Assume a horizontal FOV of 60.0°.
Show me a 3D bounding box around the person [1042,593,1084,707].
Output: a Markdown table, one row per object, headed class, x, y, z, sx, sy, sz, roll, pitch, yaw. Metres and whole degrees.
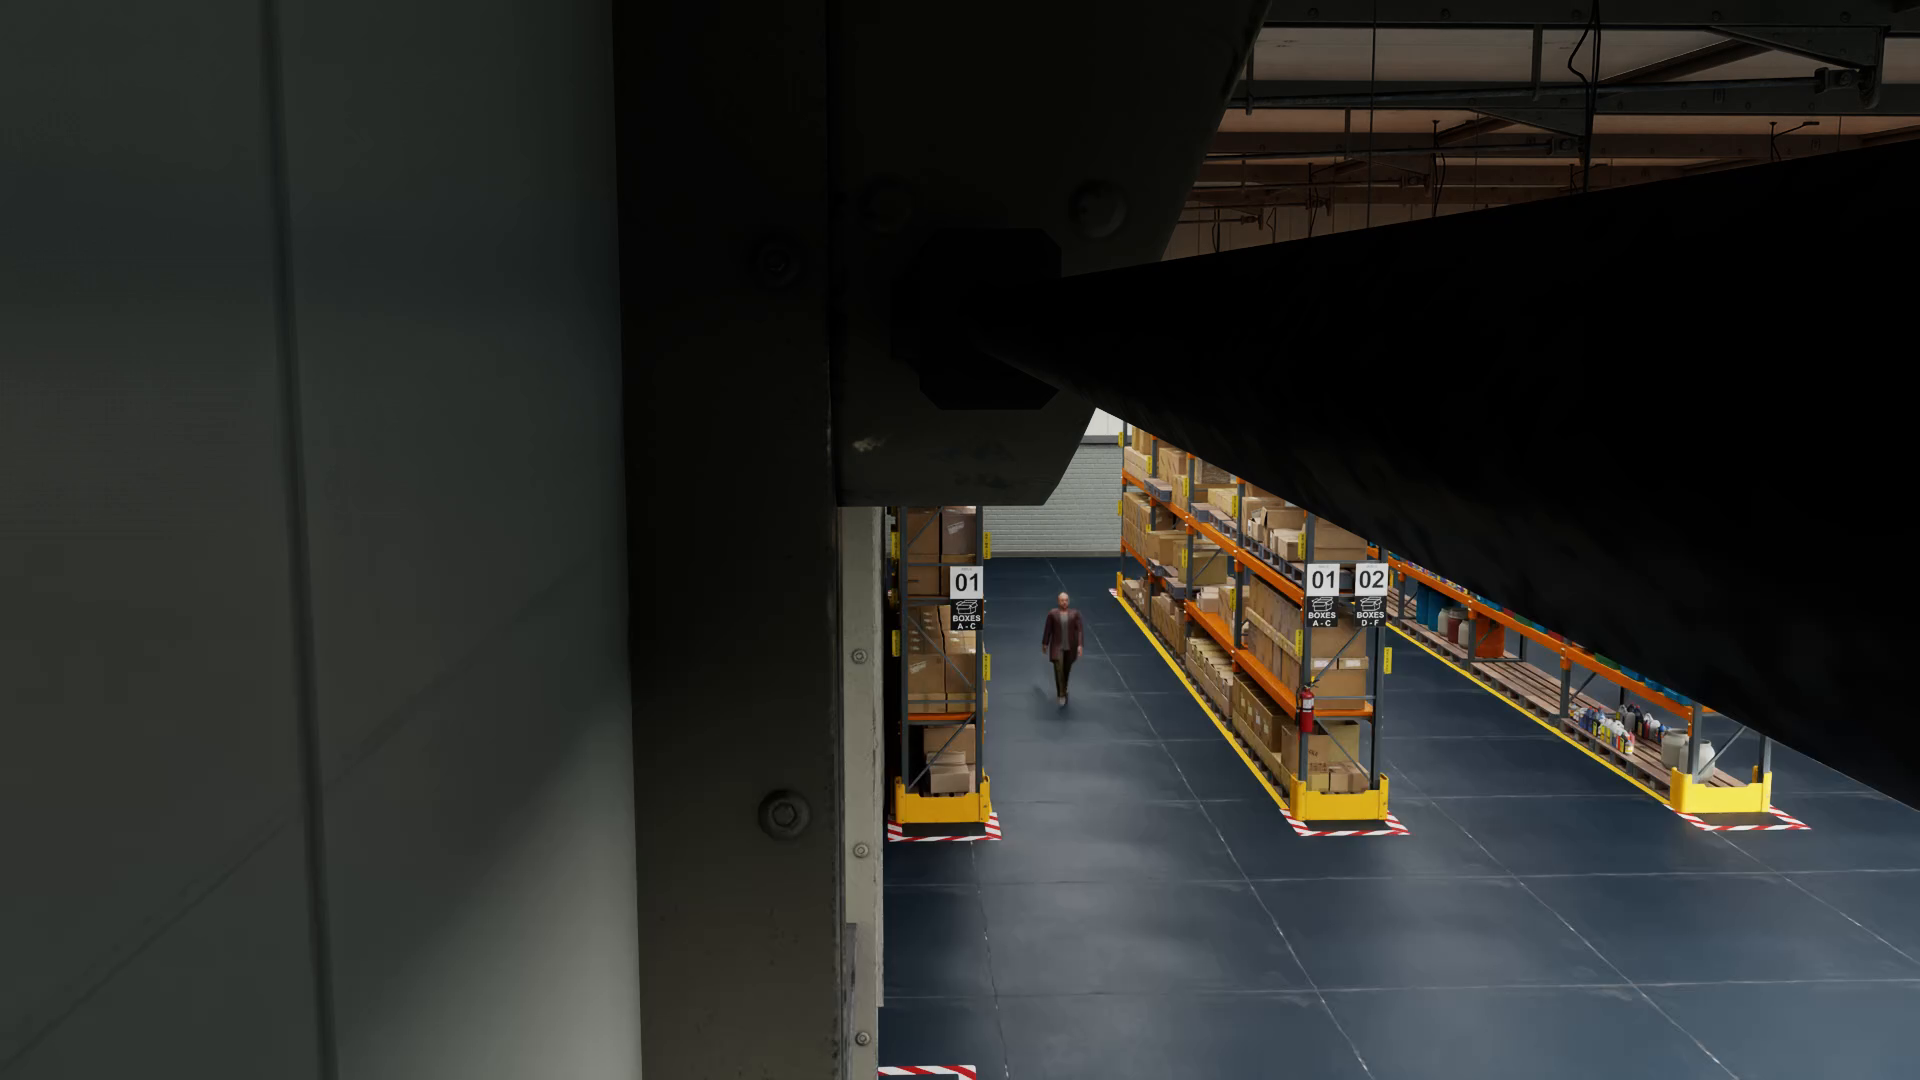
| class | x | y | z | sx | sy | sz | roll | pitch | yaw |
| --- | --- | --- | --- | --- | --- | --- | --- | --- | --- |
| person | 1.675 | 1.714 | 26.660 | 0.603 | 1.727 | 1.100 | -2 | 8 | -11 |
